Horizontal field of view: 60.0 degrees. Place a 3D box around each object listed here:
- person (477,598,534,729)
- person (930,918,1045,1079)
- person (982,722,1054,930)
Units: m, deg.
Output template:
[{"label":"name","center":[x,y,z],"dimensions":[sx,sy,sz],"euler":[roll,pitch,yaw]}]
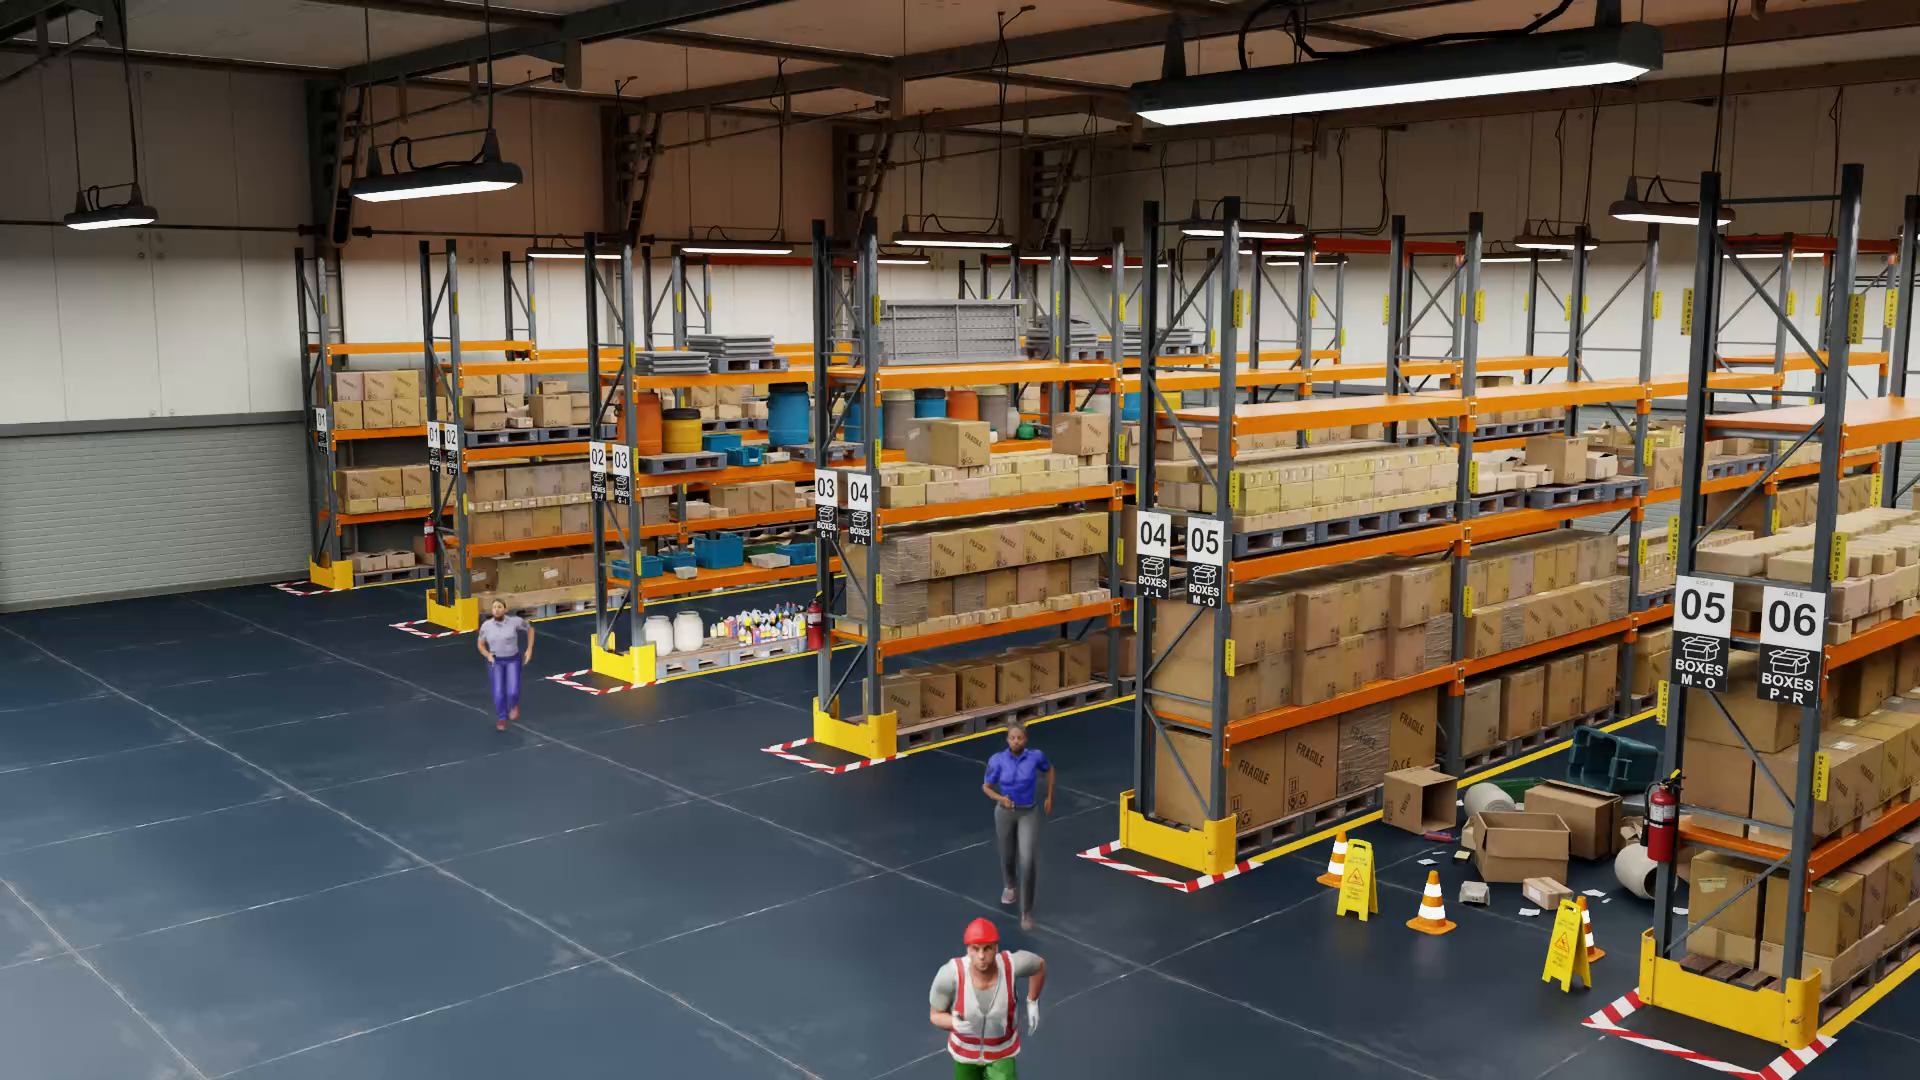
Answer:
[{"label":"person","center":[-5.410,1.491,19.799],"dimensions":[0.634,1.594,0.678],"euler":[-1,8,-7]},{"label":"person","center":[0.151,2.920,9.408],"dimensions":[0.628,1.716,0.828],"euler":[1,8,7]},{"label":"person","center":[0.483,2.359,13.833],"dimensions":[0.590,1.723,0.777],"euler":[0,8,3]}]
